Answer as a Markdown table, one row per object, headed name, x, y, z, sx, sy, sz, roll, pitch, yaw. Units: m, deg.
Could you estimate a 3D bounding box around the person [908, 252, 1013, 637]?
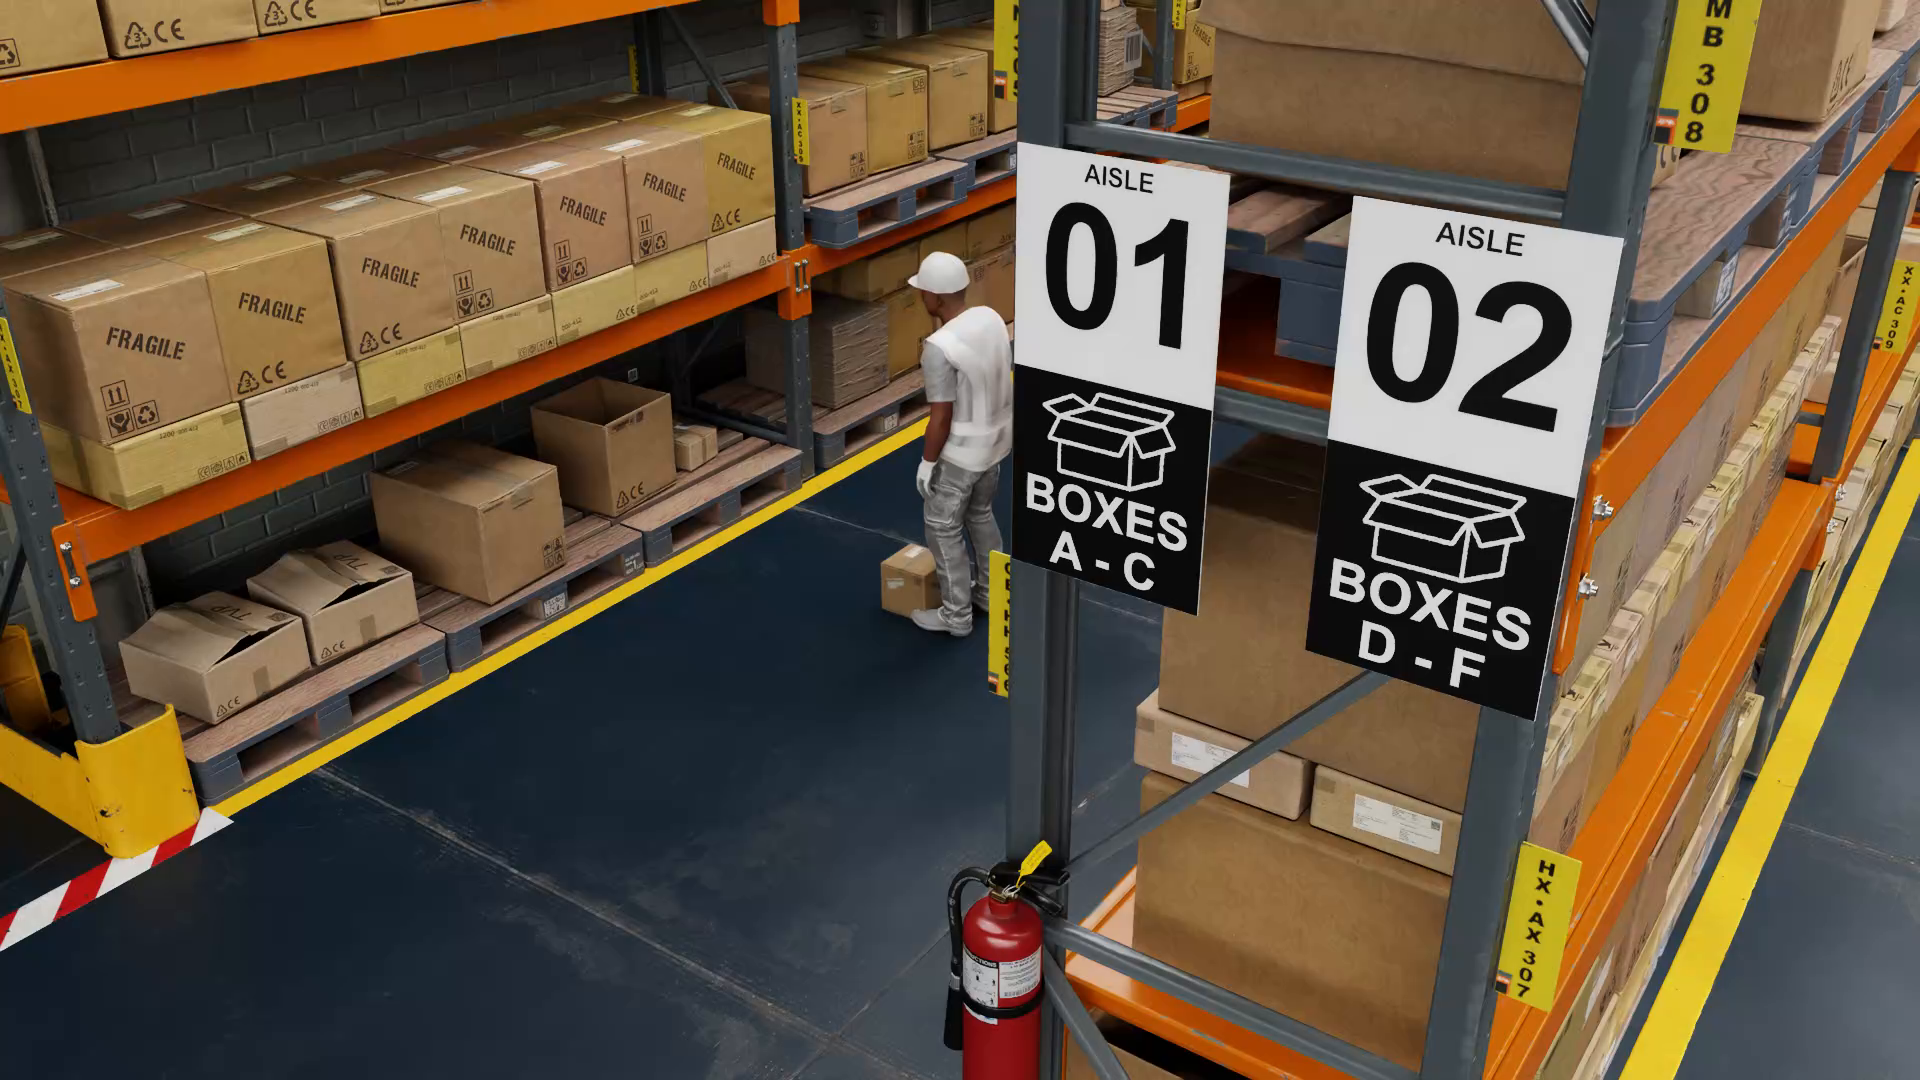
| name | x | y | z | sx | sy | sz | roll | pitch | yaw |
| --- | --- | --- | --- | --- | --- | --- | --- | --- | --- |
| person | -0.002 | -0.421 | 7.444 | 0.452 | 1.772 | 0.615 | 16 | 31 | 28 |
